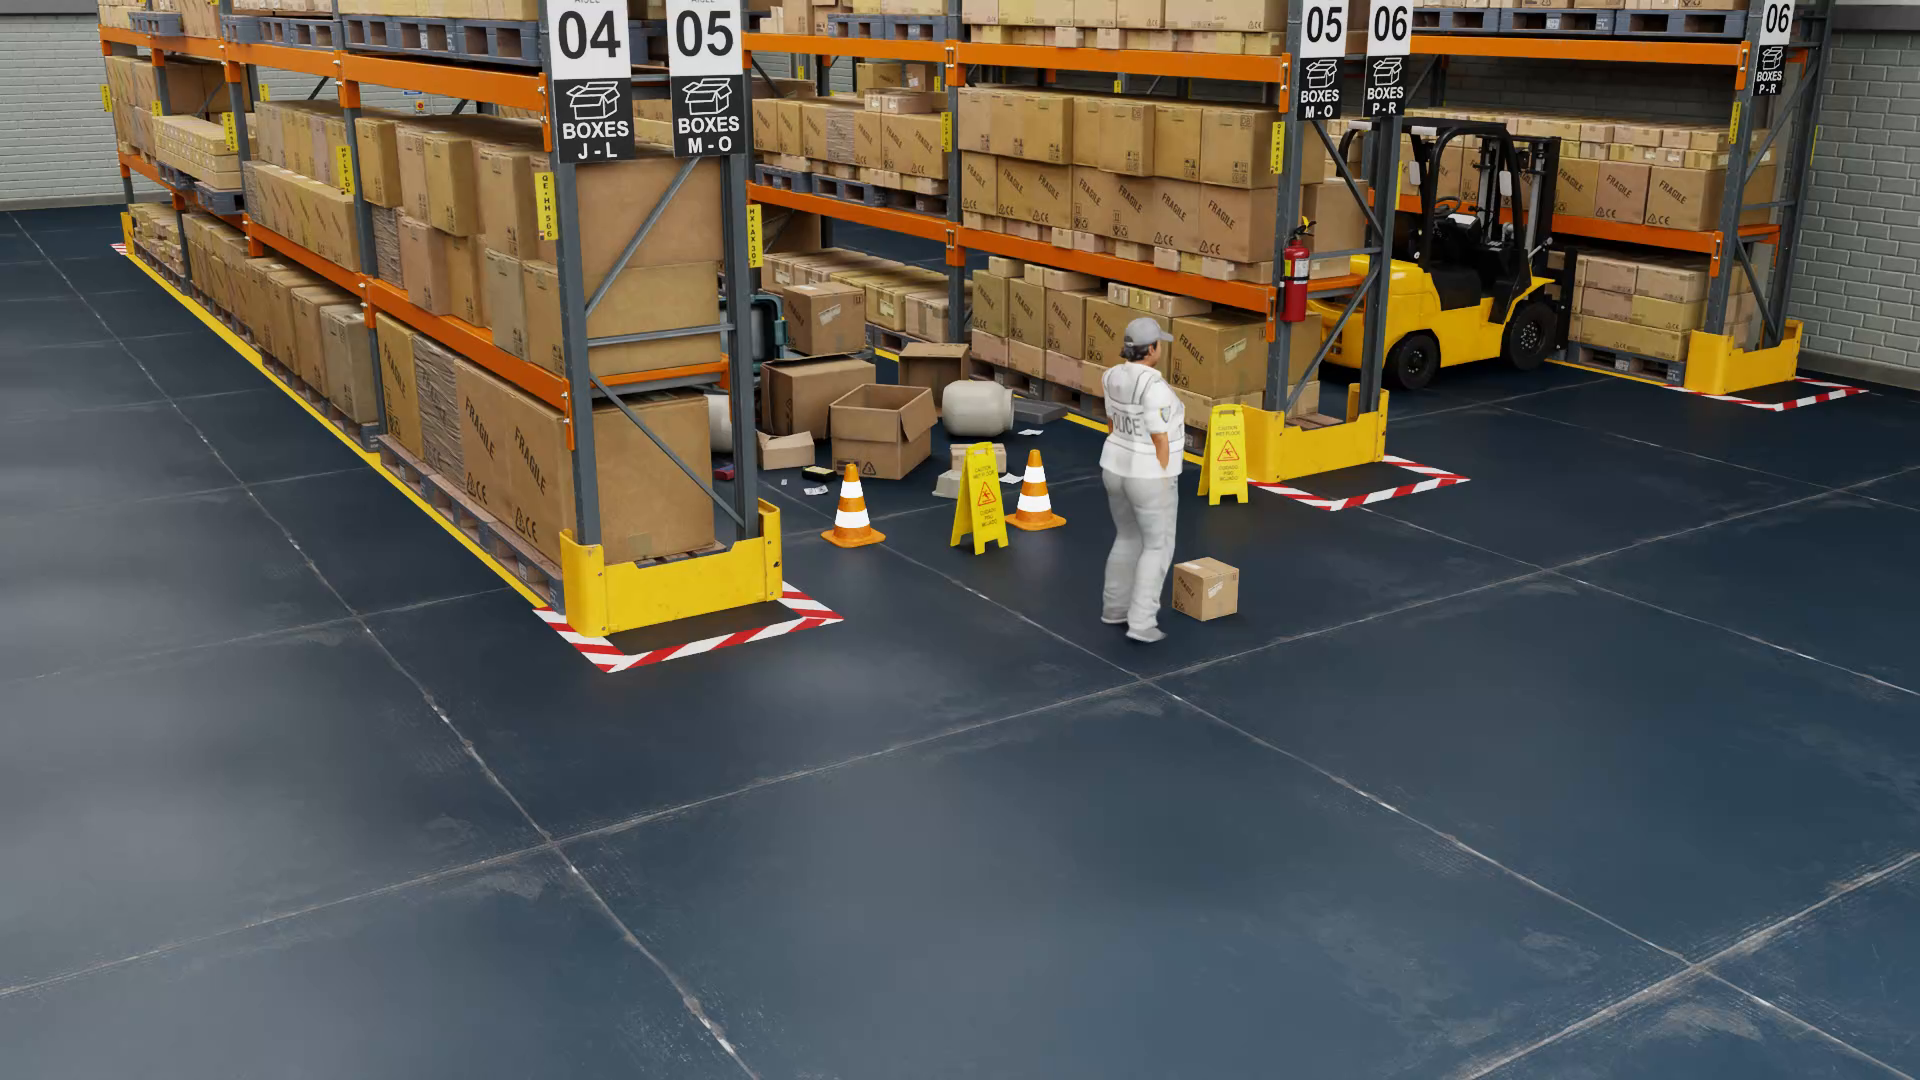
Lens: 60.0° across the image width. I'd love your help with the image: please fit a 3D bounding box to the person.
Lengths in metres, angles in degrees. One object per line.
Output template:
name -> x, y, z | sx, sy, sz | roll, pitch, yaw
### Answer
person -> 0.934, -0.303, 8.568 | 0.388, 1.706, 0.467 | -11, 21, -30
